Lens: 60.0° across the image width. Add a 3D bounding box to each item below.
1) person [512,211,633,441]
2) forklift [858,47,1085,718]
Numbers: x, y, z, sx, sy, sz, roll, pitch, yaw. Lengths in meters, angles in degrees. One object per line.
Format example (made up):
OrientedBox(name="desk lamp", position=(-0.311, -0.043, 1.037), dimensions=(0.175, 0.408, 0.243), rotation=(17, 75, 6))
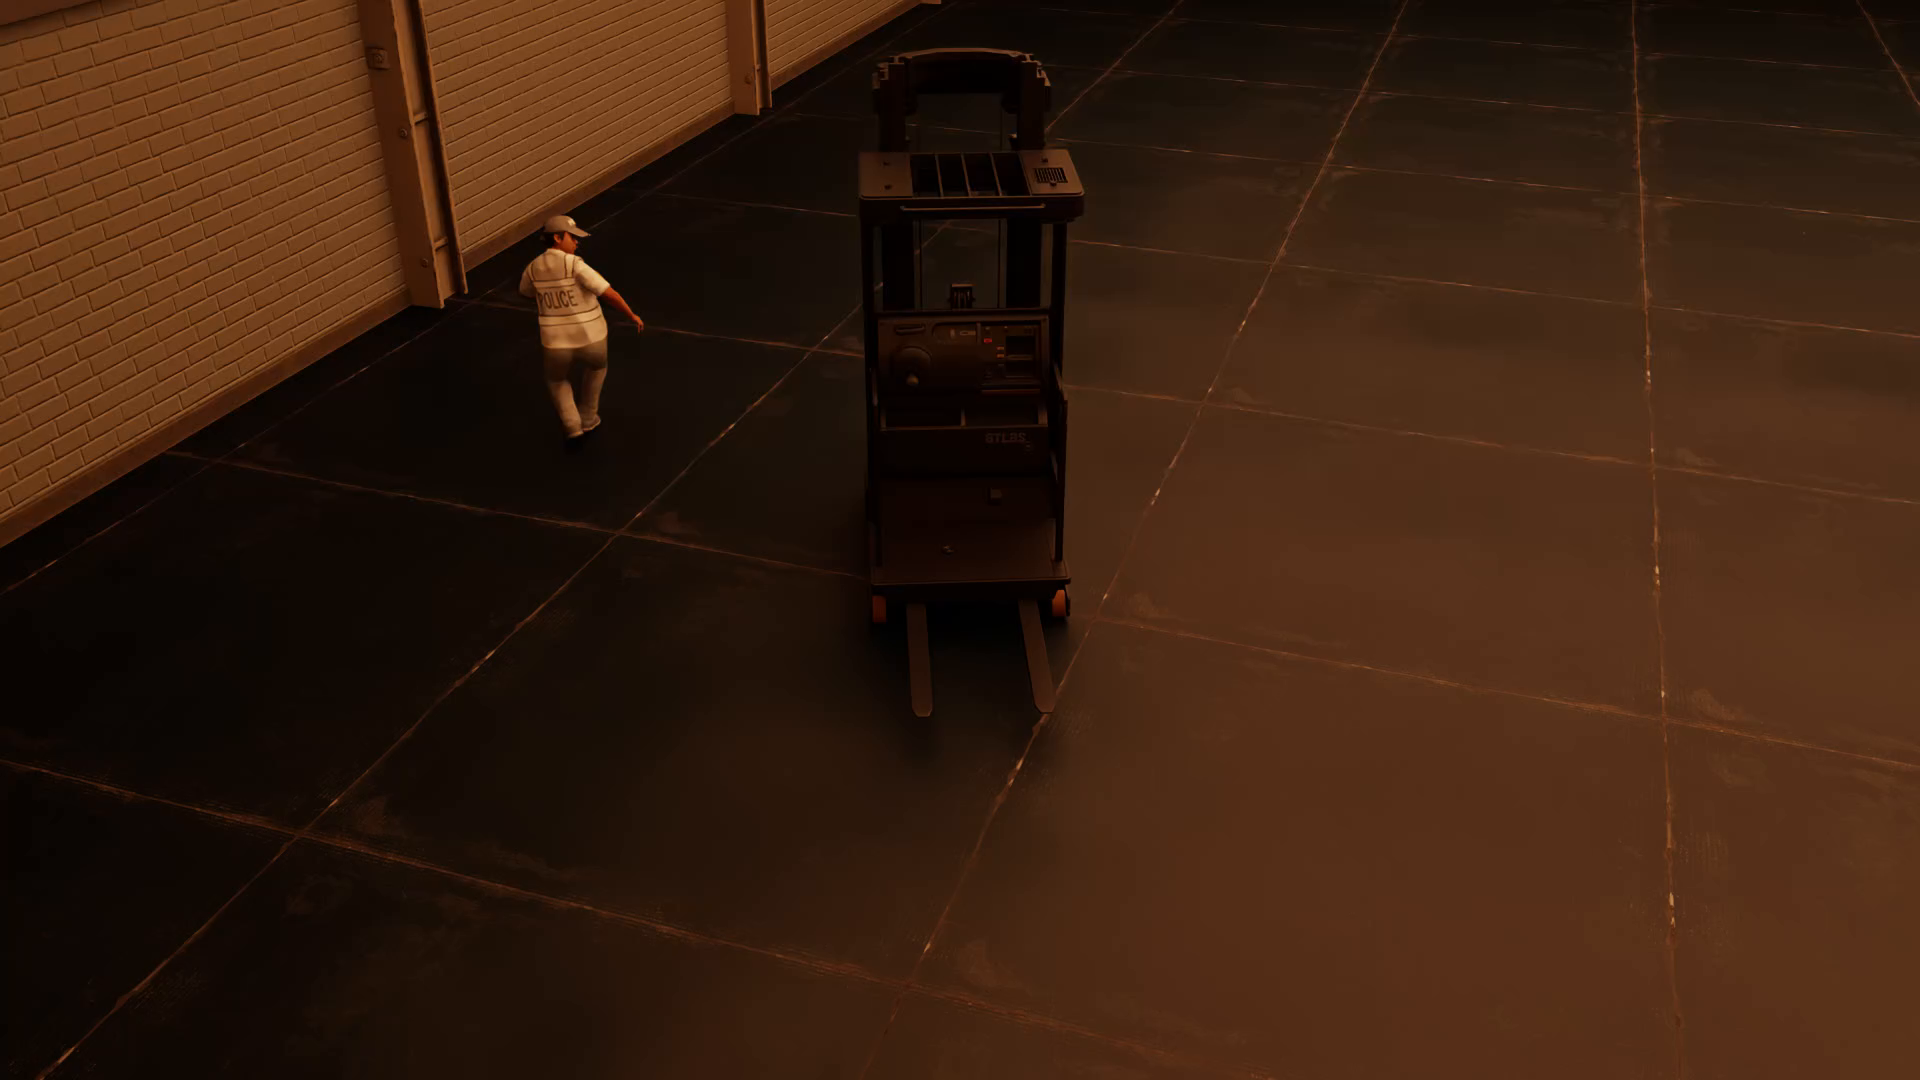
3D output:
OrientedBox(name="person", position=(-2.560, -1.431, 11.040), dimensions=(0.779, 1.554, 0.740), rotation=(1, 30, 1))
OrientedBox(name="forklift", position=(0.035, -0.972, 8.842), dimensions=(1.130, 2.935, 3.031), rotation=(-2, 30, -3))
